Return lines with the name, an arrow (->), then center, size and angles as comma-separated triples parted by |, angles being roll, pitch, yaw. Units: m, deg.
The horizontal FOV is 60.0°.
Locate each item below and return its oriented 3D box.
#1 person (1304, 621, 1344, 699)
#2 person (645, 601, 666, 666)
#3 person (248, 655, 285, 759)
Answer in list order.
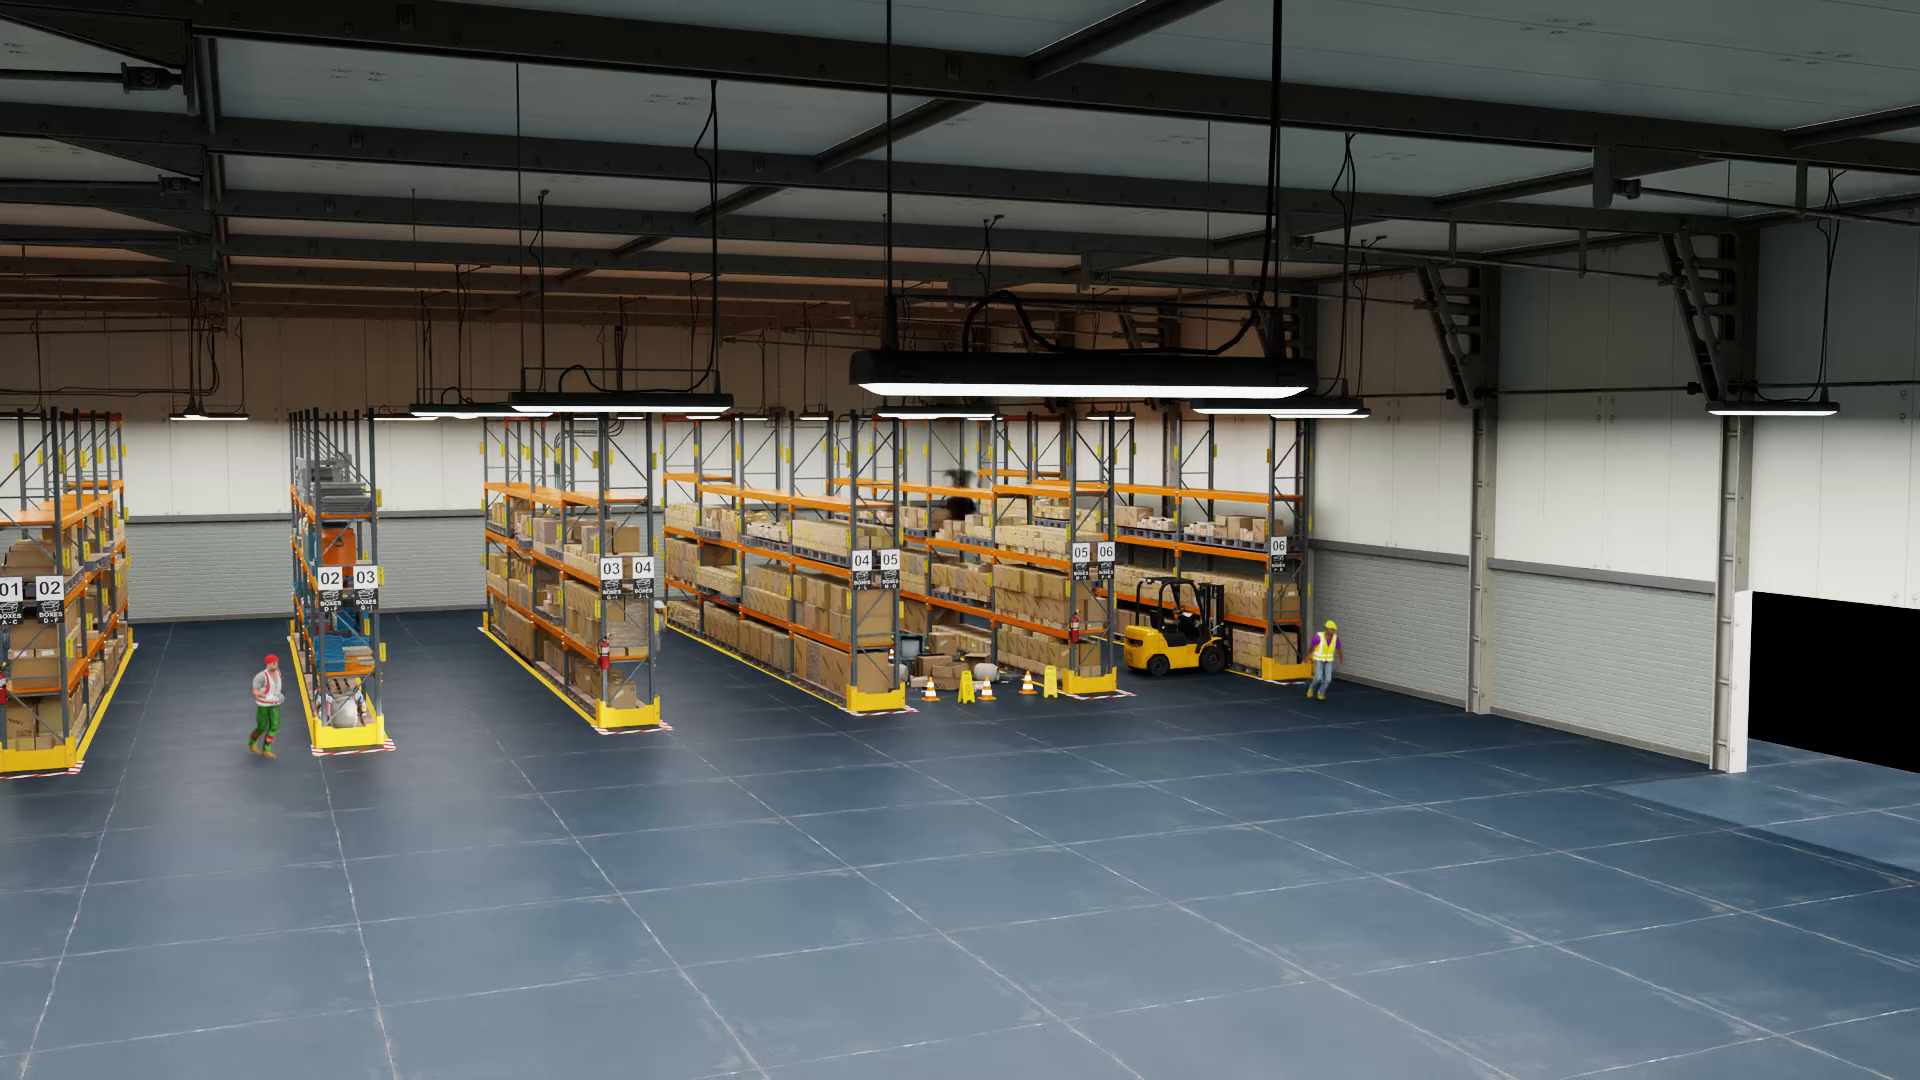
person -> 7.501, 2.471, 34.227 | 0.697, 1.664, 0.656 | -1, 4, -10
person -> -7.254, 2.203, 39.095 | 0.901, 1.593, 0.680 | 4, 6, 44
person -> -11.976, 2.841, 28.637 | 0.784, 1.773, 0.658 | 3, 5, 35
